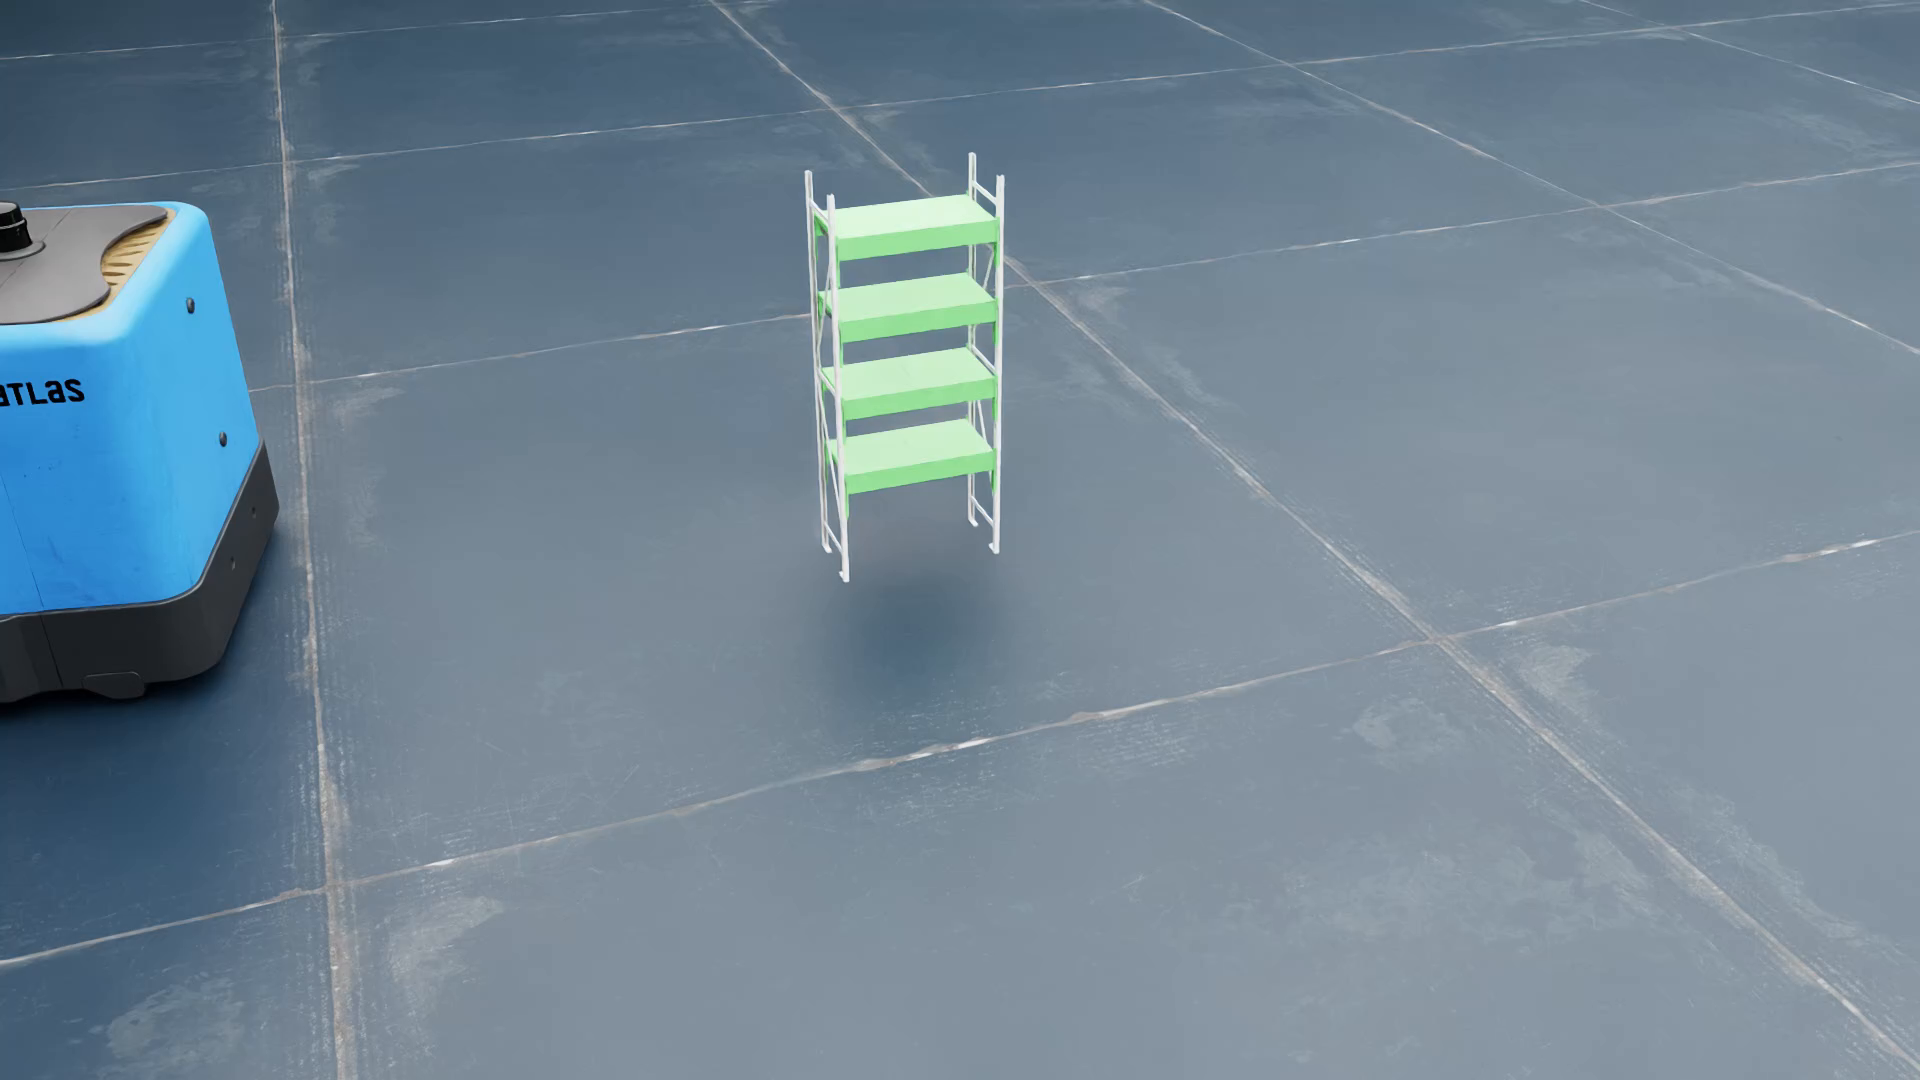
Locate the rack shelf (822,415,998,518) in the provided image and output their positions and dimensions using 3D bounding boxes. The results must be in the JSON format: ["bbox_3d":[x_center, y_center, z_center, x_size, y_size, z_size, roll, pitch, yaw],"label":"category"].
[{"bbox_3d":[-0.155,-0.229,5.053,0.480,0.148,0.258,-10,31,-18],"label":"rack shelf"}]

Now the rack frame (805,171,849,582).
[{"bbox_3d":[-0.384,-0.451,4.829,0.015,1.200,0.240,-10,31,-18],"label":"rack frame"}]

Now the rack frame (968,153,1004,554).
[{"bbox_3d":[0.074,-0.535,4.977,0.015,1.200,0.240,-10,31,-18],"label":"rack frame"}]

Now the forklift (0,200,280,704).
[{"bbox_3d":[-3.580,-0.974,3.999,3.031,2.935,1.130,-5,30,-8],"label":"forklift"}]

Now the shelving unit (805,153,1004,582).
[{"bbox_3d":[-0.155,-0.493,4.903,0.503,1.200,0.258,-10,31,-18],"label":"shelving unit"}]

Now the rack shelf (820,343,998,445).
[{"bbox_3d":[-0.155,-0.437,4.934,0.480,0.148,0.258,-10,31,-18],"label":"rack shelf"}]

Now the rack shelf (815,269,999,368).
[{"bbox_3d":[-0.155,-0.646,4.816,0.480,0.148,0.258,-10,31,-18],"label":"rack shelf"}]

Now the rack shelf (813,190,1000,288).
[{"bbox_3d":[-0.155,-0.854,4.697,0.480,0.148,0.258,-10,31,-18],"label":"rack shelf"}]
